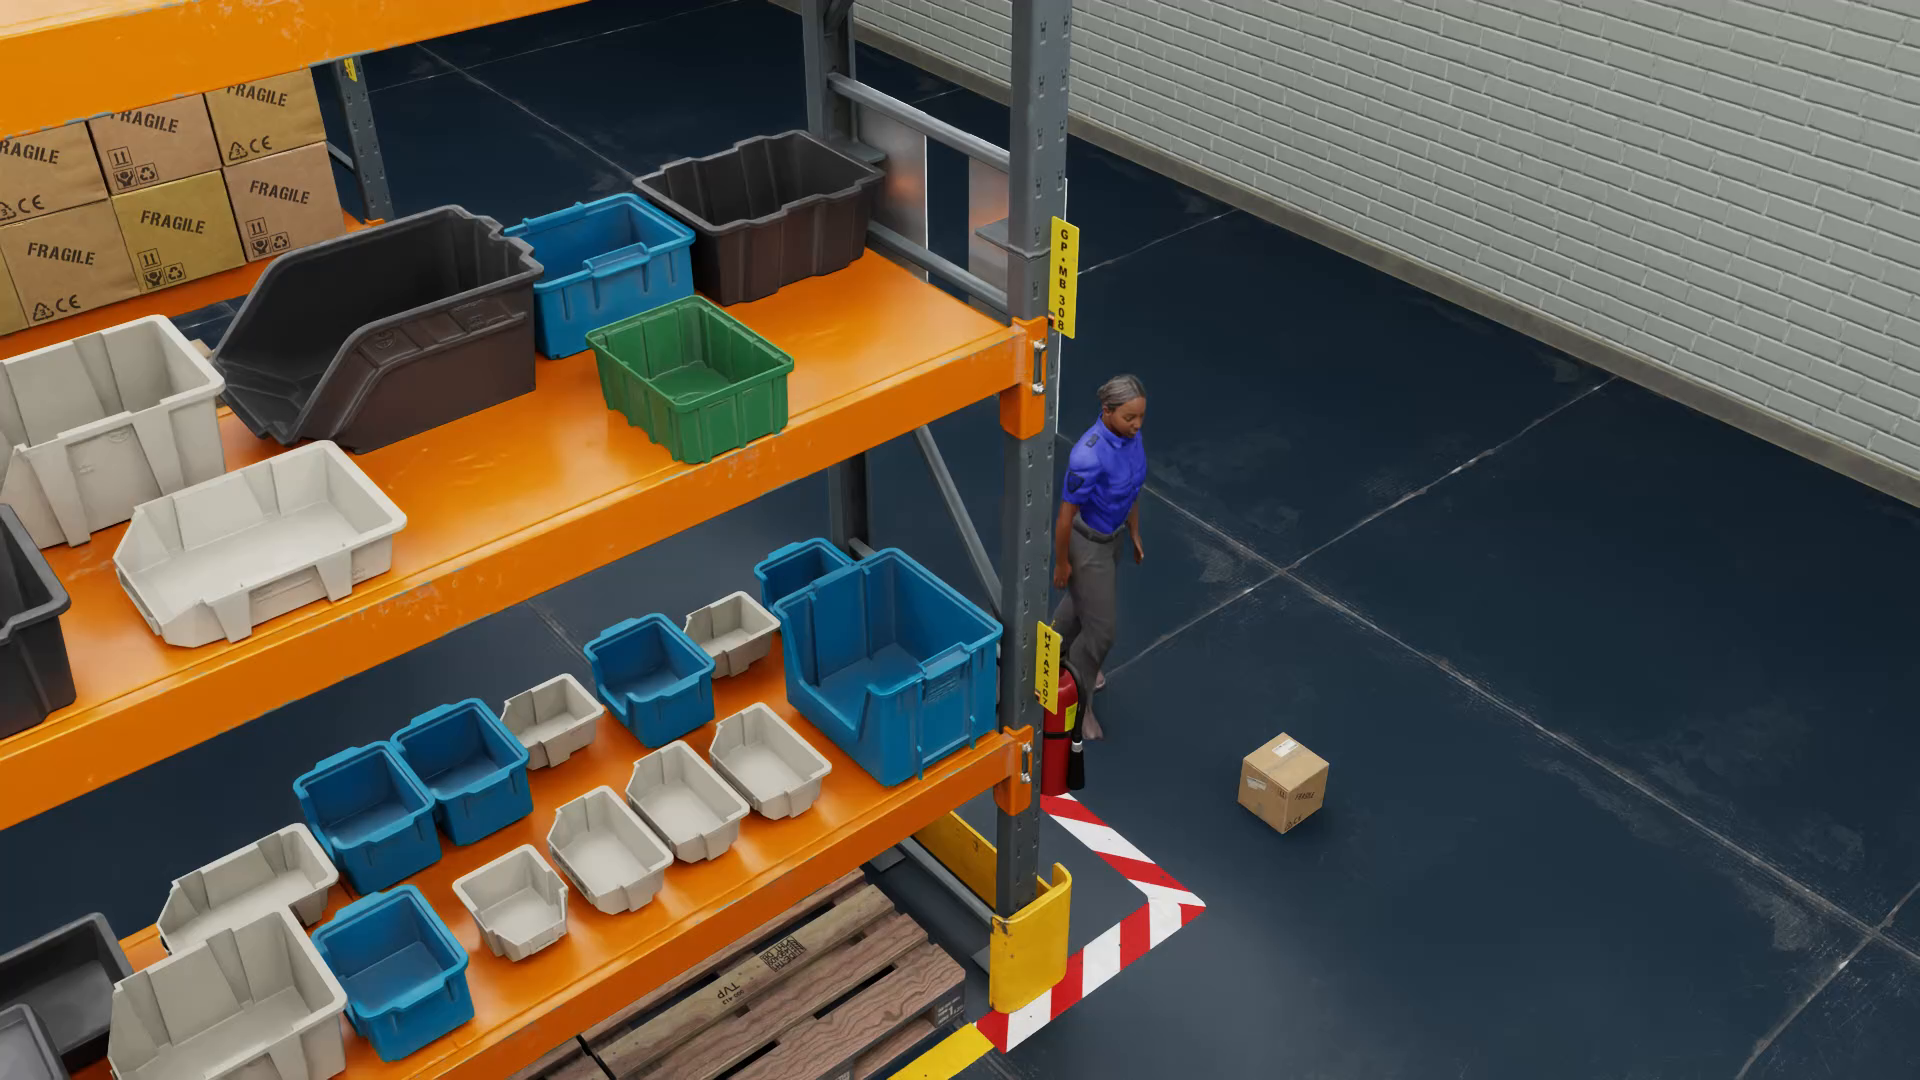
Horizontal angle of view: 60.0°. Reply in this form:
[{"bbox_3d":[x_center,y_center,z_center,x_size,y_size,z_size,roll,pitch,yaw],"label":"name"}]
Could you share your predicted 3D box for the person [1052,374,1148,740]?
[{"bbox_3d":[0.541,0.042,7.031,0.410,1.701,0.511,16,39,21],"label":"person"}]
